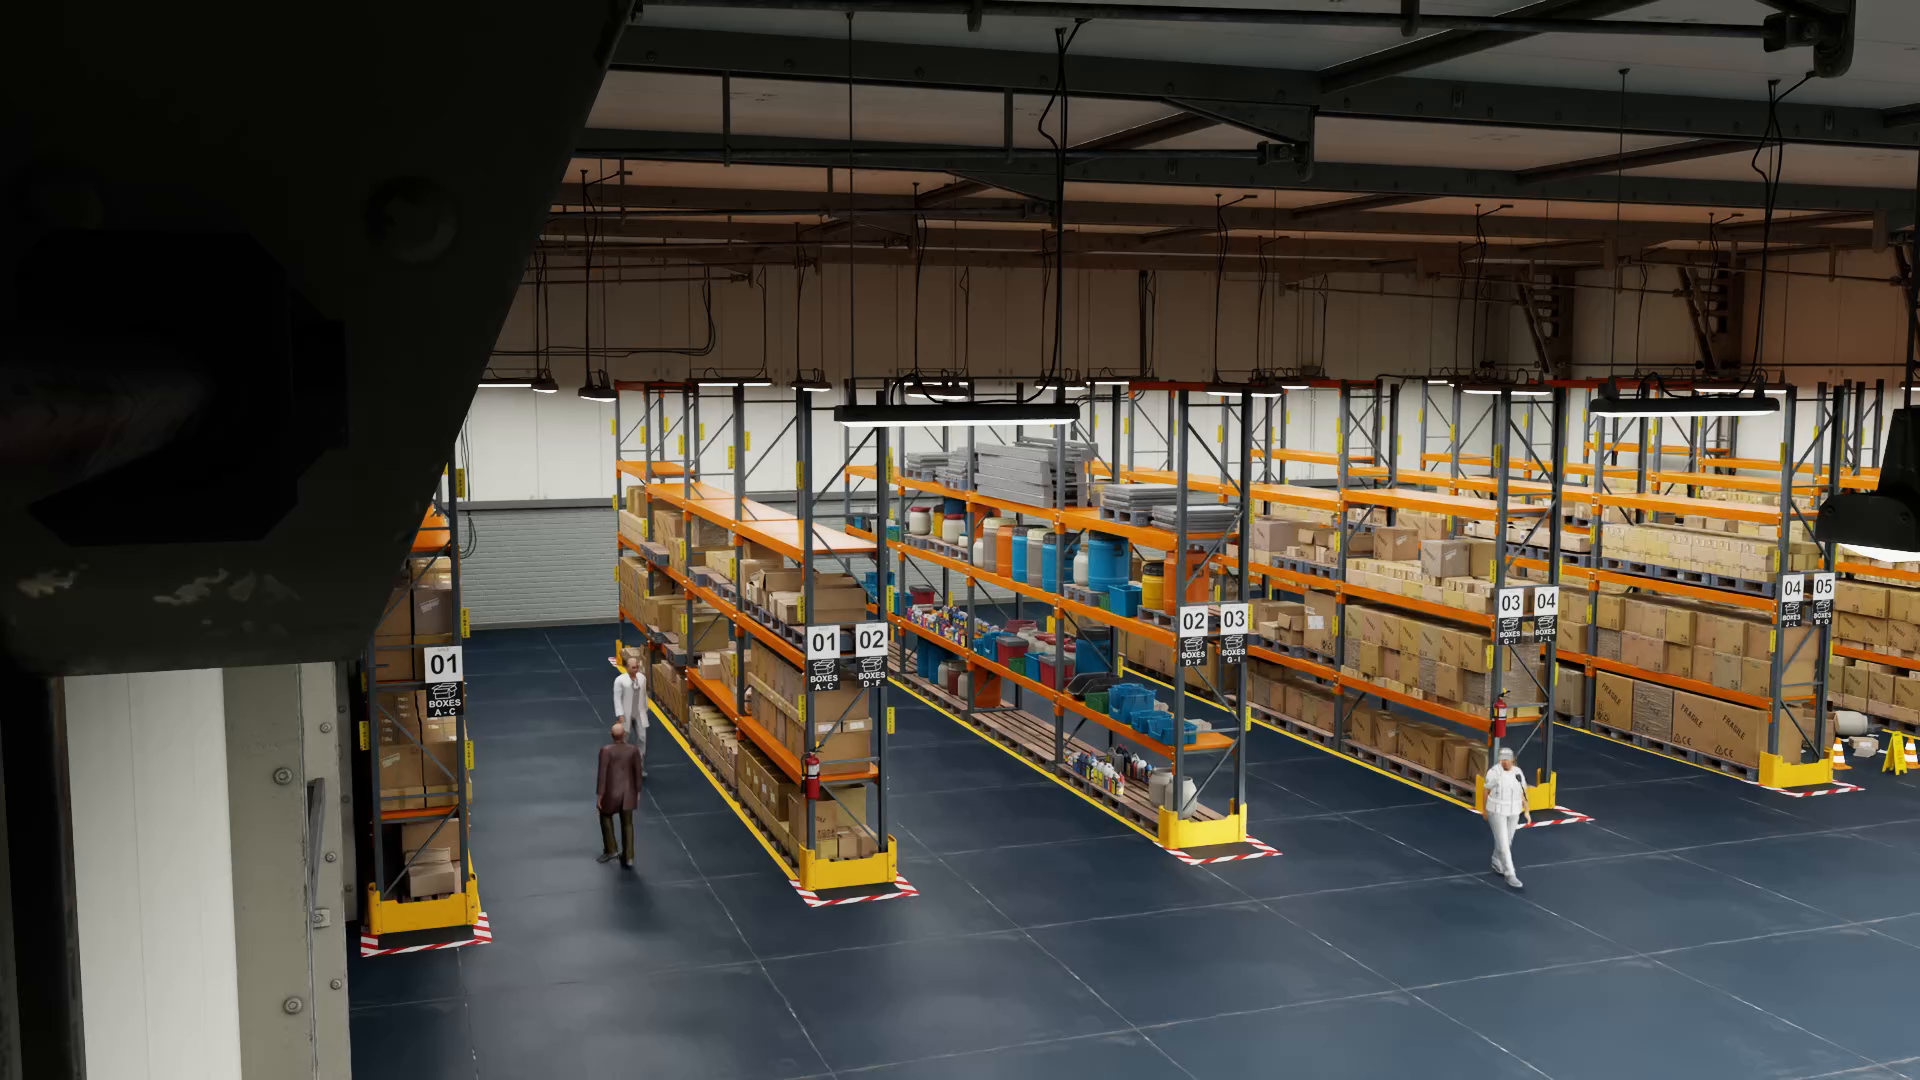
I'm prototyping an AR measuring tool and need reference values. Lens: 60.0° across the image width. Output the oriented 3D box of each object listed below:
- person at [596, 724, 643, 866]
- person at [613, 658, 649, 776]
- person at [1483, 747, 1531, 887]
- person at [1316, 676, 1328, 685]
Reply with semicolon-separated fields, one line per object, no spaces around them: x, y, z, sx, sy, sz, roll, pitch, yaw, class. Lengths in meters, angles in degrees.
-4.309;3.240;21.059;0.632;1.814;0.594;-4;7;-32;person
-5.077;2.738;25.791;0.623;1.820;0.680;-4;7;-31;person
6.729;3.356;20.338;0.493;1.626;0.927;-1;6;-10;person
6.879;2.148;31.661;0.600;1.702;0.617;-1;6;-6;person
